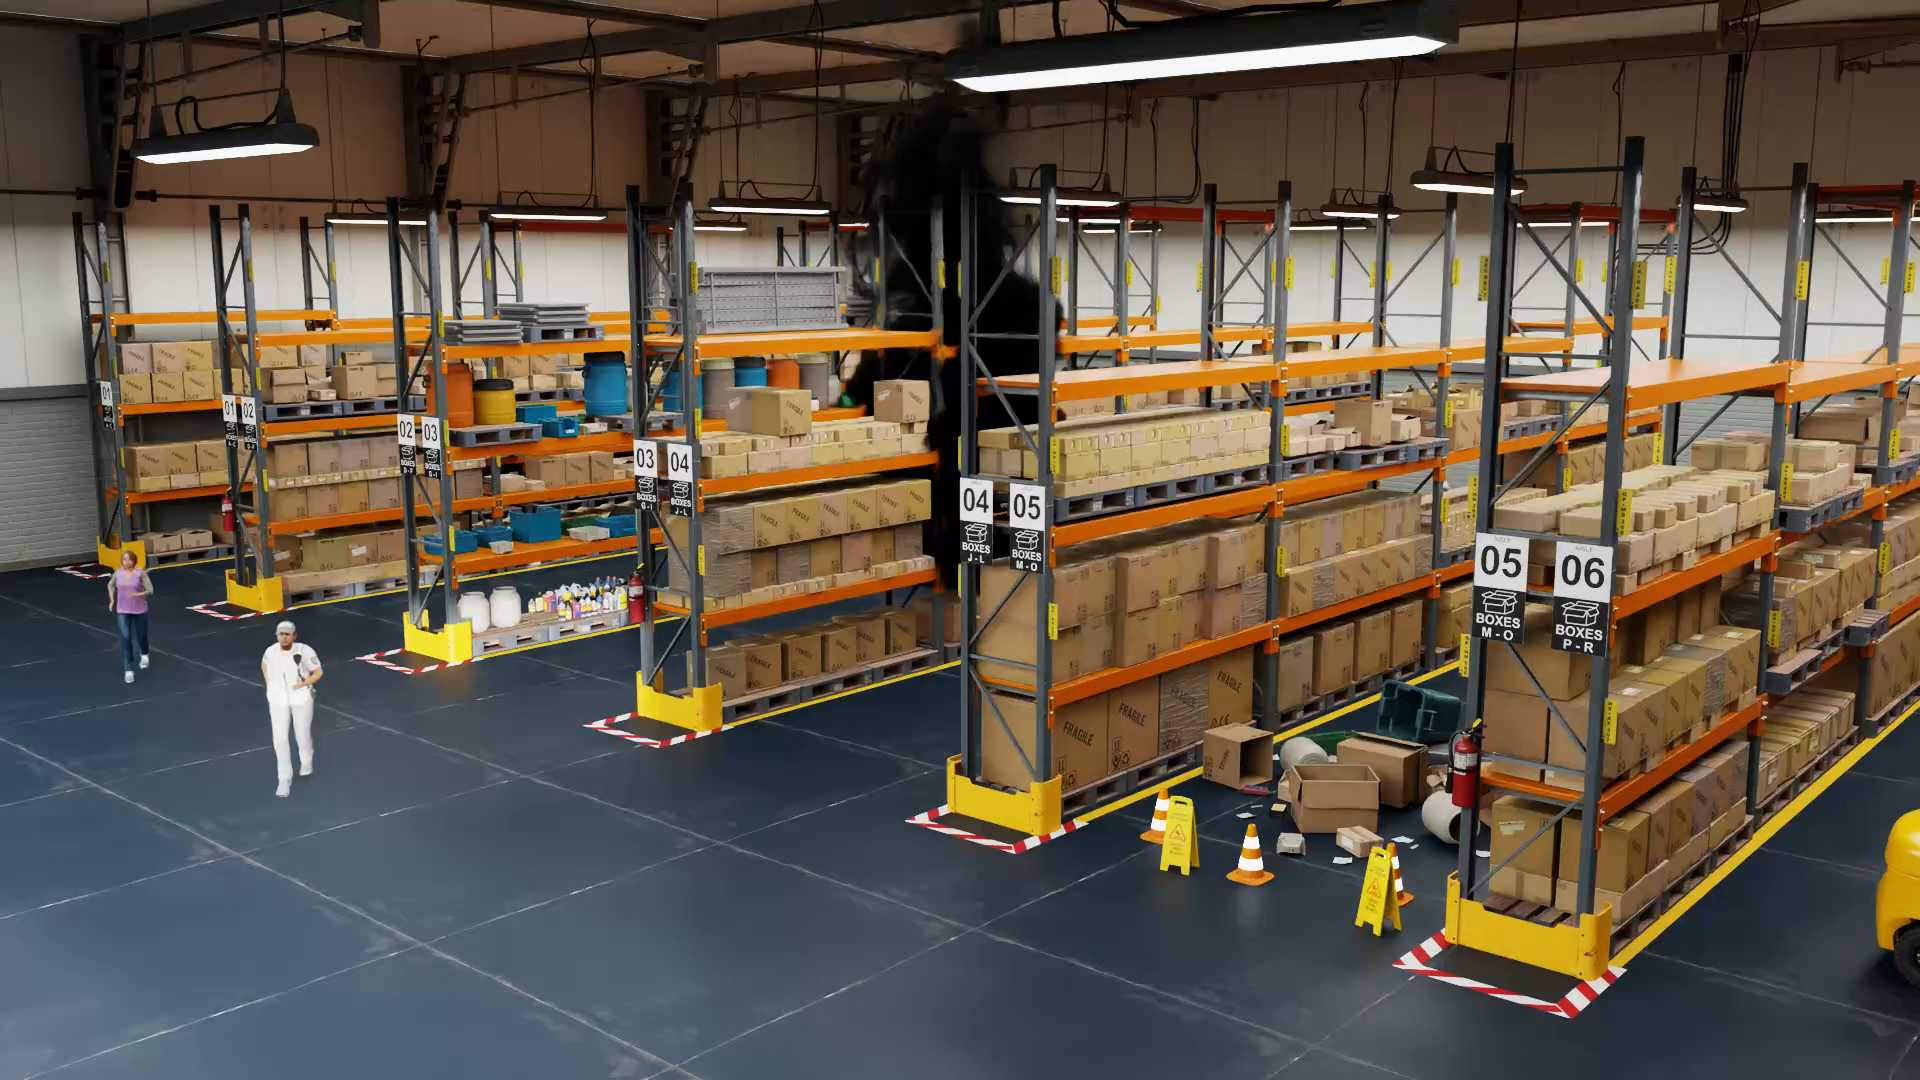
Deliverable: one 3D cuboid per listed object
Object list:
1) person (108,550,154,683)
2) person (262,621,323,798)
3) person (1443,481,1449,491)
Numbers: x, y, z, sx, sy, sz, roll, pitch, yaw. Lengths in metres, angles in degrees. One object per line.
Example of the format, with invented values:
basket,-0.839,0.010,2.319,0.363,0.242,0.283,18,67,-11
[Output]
person,-10.371,0.919,20.832,0.539,1.581,0.871,-3,10,-19
person,-6.626,1.628,16.539,0.597,1.708,0.814,-3,10,-15
person,7.637,-0.045,26.239,0.711,1.798,0.890,9,13,44
